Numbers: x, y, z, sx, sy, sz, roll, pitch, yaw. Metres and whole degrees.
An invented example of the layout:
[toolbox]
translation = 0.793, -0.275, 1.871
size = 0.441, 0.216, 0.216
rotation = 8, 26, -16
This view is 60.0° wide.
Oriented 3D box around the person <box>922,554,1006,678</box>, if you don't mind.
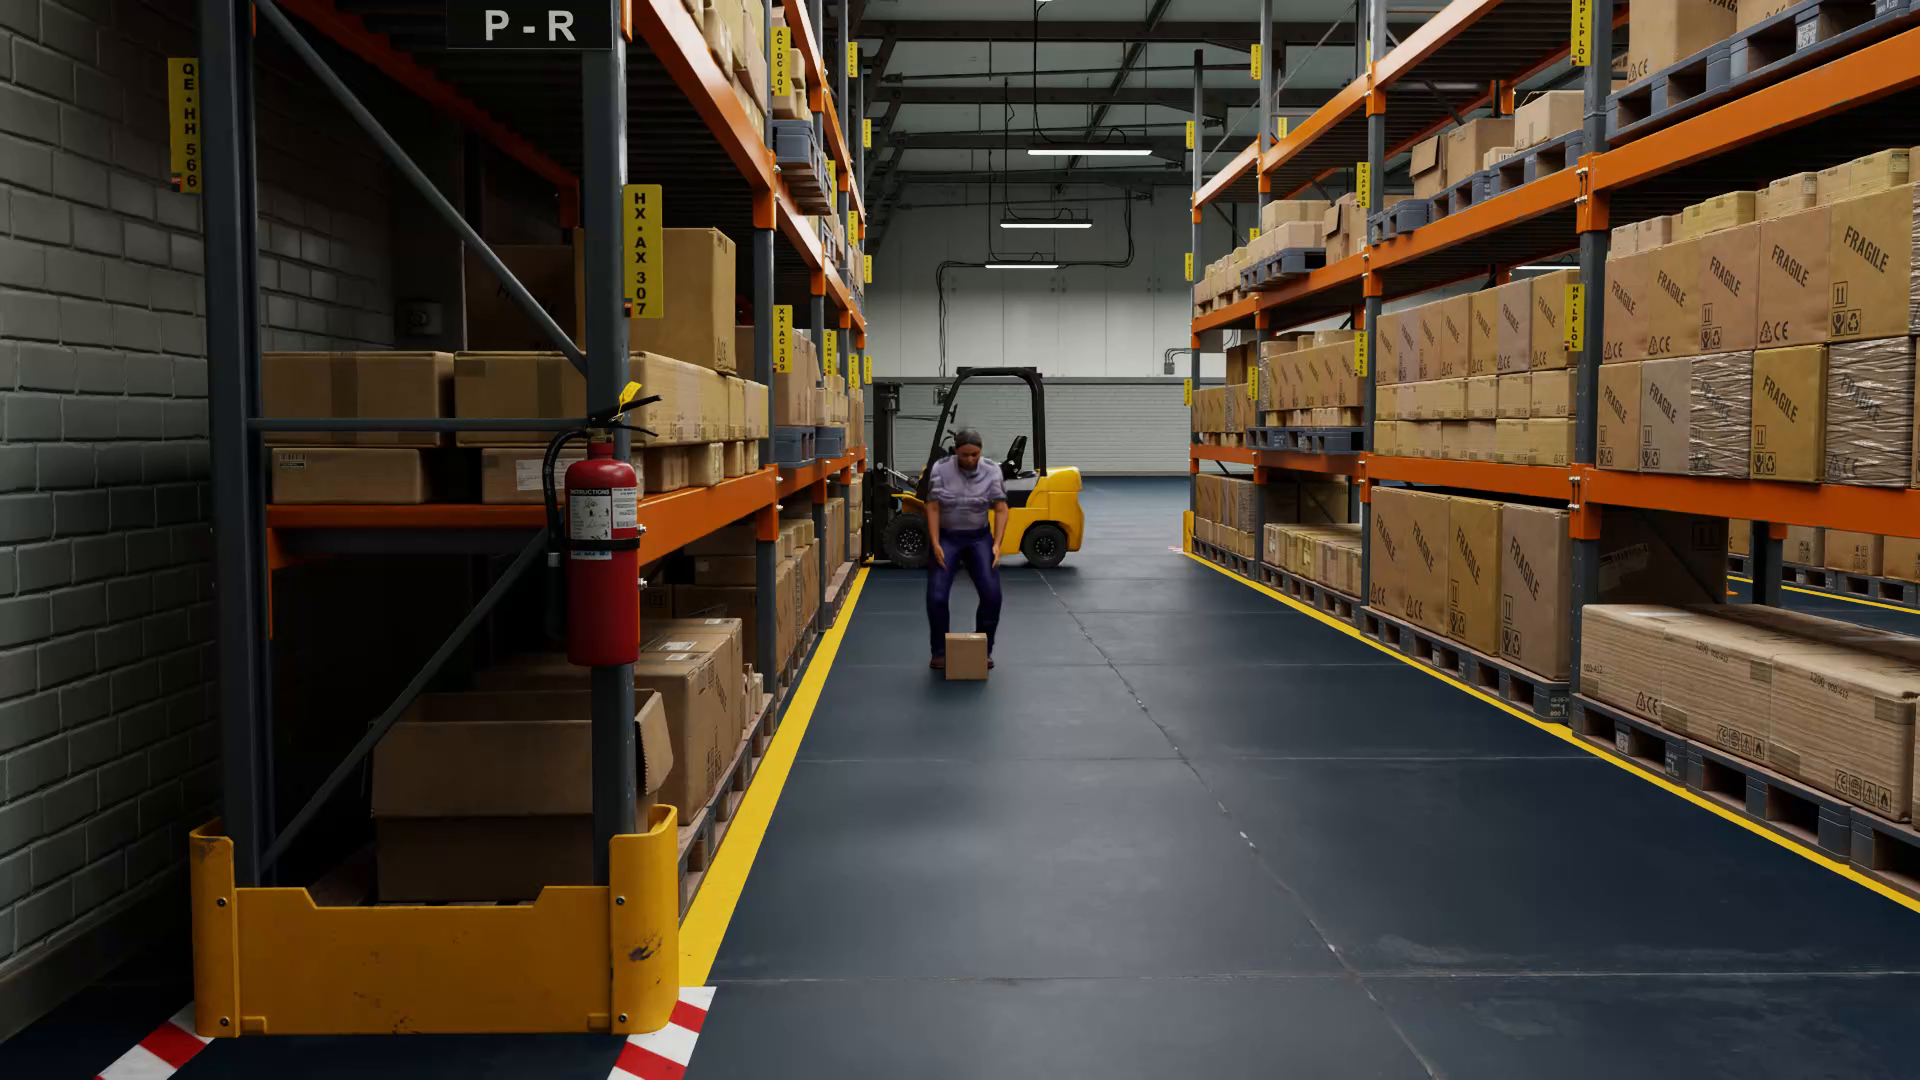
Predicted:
[person]
translation = 0.023, 0.484, 10.343
size = 0.522, 0.784, 0.855
rotation = 0, 4, -2
